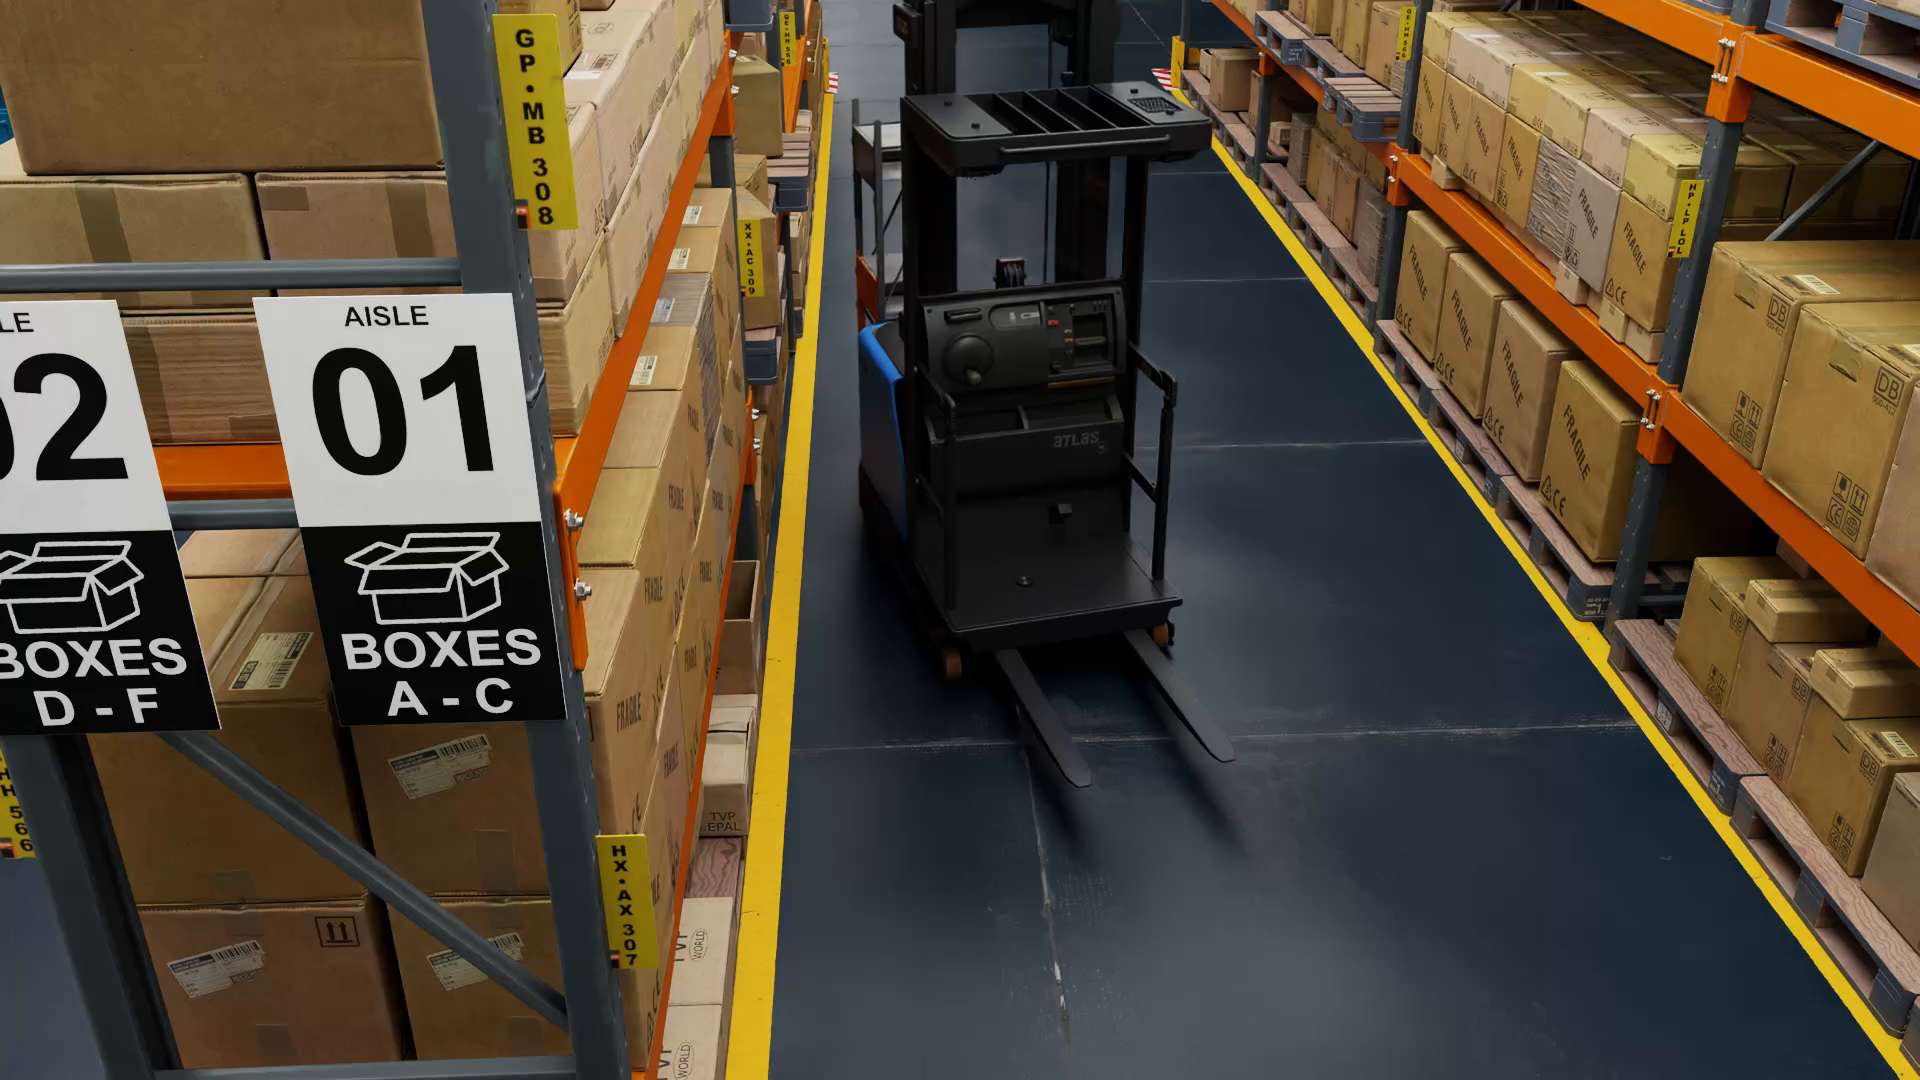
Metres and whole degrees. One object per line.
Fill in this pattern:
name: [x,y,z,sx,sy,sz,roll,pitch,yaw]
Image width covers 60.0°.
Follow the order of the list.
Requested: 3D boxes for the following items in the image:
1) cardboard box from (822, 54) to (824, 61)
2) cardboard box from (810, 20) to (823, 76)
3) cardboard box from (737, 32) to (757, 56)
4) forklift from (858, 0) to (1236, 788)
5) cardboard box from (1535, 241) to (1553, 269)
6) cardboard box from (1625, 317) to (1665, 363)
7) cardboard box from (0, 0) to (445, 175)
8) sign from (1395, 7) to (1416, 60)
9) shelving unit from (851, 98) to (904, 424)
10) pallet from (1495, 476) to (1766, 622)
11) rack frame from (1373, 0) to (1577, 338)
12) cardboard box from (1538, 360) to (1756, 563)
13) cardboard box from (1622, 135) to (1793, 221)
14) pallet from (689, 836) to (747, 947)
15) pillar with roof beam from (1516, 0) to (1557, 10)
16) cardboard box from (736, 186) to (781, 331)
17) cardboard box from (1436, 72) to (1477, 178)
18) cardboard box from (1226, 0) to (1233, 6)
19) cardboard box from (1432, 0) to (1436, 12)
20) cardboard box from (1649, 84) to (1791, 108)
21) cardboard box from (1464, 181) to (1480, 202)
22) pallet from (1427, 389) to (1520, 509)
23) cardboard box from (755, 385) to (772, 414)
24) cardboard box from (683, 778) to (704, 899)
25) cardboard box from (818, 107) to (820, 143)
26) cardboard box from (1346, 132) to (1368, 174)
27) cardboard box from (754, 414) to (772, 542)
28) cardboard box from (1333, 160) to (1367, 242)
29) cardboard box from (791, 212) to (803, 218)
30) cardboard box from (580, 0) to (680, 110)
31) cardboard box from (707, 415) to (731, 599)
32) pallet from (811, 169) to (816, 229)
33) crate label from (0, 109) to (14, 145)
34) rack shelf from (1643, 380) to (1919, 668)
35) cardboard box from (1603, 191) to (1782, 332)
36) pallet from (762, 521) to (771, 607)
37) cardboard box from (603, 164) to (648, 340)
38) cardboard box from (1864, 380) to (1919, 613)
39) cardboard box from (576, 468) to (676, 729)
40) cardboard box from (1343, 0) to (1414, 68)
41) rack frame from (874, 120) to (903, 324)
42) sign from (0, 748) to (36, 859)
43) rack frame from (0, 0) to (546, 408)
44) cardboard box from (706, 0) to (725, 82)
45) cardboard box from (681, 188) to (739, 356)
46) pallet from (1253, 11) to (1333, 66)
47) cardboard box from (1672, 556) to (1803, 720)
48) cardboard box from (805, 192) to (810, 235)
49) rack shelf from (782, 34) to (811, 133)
cardboard box: [-1.700,-5.015,17.641,0.500,0.250,0.500,-1,28,-3]
cardboard box: [-1.631,-4.886,16.583,0.500,0.500,0.500,-1,28,-3]
cardboard box: [-1.710,-3.413,11.941,0.500,0.500,0.500,-3,28,-5]
forklift: [0.357,-0.861,7.232,1.130,2.935,3.031,-8,28,-14]
cardboard box: [3.227,-1.502,8.637,0.380,0.149,0.250,-2,28,-4]
cardboard box: [3.250,-0.915,7.510,0.380,0.149,0.250,-1,28,-2]
cardboard box: [-1.231,-0.954,2.902,0.700,0.500,0.500,-1,28,-3]
sign: [2.800,-3.176,10.429,0.100,0.325,0.005,-1,28,-3]
shelving unit: [-0.298,-1.262,8.899,0.431,2.100,0.503,-8,28,-14]
pallet: [3.434,0.014,8.495,1.003,0.211,1.213,-1,28,-3]
rack frame: [3.341,-2.715,10.712,1.000,3.000,0.127,-1,28,-3]
cardboard box: [3.386,-0.398,8.140,0.750,0.750,0.750,-1,28,-2]
cardboard box: [3.270,-1.595,7.302,0.500,0.250,0.500,-1,28,-1]
pallet: [-1.295,1.372,5.892,1.003,0.211,1.213,-1,28,-3]
pillar with roof beam: [-0.162,-5.892,10.317,9.100,9.000,0.400,-1,28,-3]
cardboard box: [-1.198,-1.201,7.247,0.700,0.500,0.500,-11,29,-20]
cardboard box: [3.129,-2.428,9.710,0.500,0.500,0.500,0,28,-1]
cardboard box: [2.745,-5.178,15.575,0.500,0.250,0.500,-2,28,-3]
cardboard box: [3.262,-3.549,11.026,0.380,0.149,0.250,-6,28,-11]
cardboard box: [3.721,-2.077,8.226,0.500,0.250,0.500,-2,28,-4]
cardboard box: [3.197,-2.101,9.784,0.380,0.149,0.250,-2,28,-3]
pallet: [3.368,-0.551,9.578,1.003,0.211,1.213,-1,28,-3]
cardboard box: [-1.231,-0.857,8.566,0.500,0.250,0.500,-1,28,-3]
cardboard box: [-1.294,1.033,5.750,0.797,0.503,0.637,-1,28,-3]
cardboard box: [-1.557,-3.861,15.428,0.500,0.250,0.500,-1,28,-3]
cardboard box: [3.252,-2.968,12.613,0.500,0.250,0.500,-2,28,-3]
cardboard box: [-1.218,-0.309,8.325,0.500,0.500,0.500,-1,28,-2]
cardboard box: [3.286,-2.603,12.724,0.700,0.500,0.500,-2,28,-3]
cardboard box: [-1.376,-2.301,11.831,0.500,0.311,0.500,-2,28,-4]
cardboard box: [-1.028,-1.321,4.417,0.500,0.250,0.500,-1,28,-3]
cardboard box: [-1.057,-0.091,5.573,0.500,0.500,0.500,-1,28,-1]
pallet: [-1.737,-2.865,14.016,1.003,0.211,1.213,-1,28,-3]
crate label: [-6.200,-2.605,10.683,0.303,0.233,0.416,-1,28,-3]
rack shelf: [3.654,0.375,5.566,1.077,0.370,4.000,-1,28,-3]
cardboard box: [3.274,-1.260,7.471,0.500,0.500,0.500,-2,28,-3]
pallet: [-1.477,0.115,8.301,1.003,0.211,1.213,-1,28,-3]
cardboard box: [-0.974,-0.637,3.647,0.500,0.250,0.500,-1,28,-3]
cardboard box: [3.642,-0.077,5.330,0.980,0.700,0.700,-3,28,-5]
cardboard box: [-0.983,0.161,4.009,0.500,0.500,0.500,-1,28,-2]
cardboard box: [3.219,-3.746,12.105,0.700,0.500,0.500,-1,28,-3]
rack frame: [-0.230,-1.154,8.691,0.400,2.100,0.015,-8,28,-14]
sign: [-1.743,0.451,3.047,0.100,0.325,0.005,-1,28,-3]
rack frame: [-1.188,-1.559,2.009,1.000,3.000,0.127,-1,28,-3]
cardboard box: [-1.106,-1.792,5.861,0.500,0.250,0.500,-1,28,-3]
cardboard box: [-1.112,-1.007,6.248,0.500,0.500,0.500,-1,28,-2]
pallet: [3.027,-4.121,13.615,1.003,0.211,1.213,-1,28,-3]
cardboard box: [3.487,0.402,6.984,0.700,0.500,0.500,-1,28,-2]
cardboard box: [-1.426,-2.519,12.855,0.500,0.250,0.500,-1,28,-2]
rack shelf: [-1.710,-3.198,12.417,1.077,0.370,4.000,-1,28,-3]
